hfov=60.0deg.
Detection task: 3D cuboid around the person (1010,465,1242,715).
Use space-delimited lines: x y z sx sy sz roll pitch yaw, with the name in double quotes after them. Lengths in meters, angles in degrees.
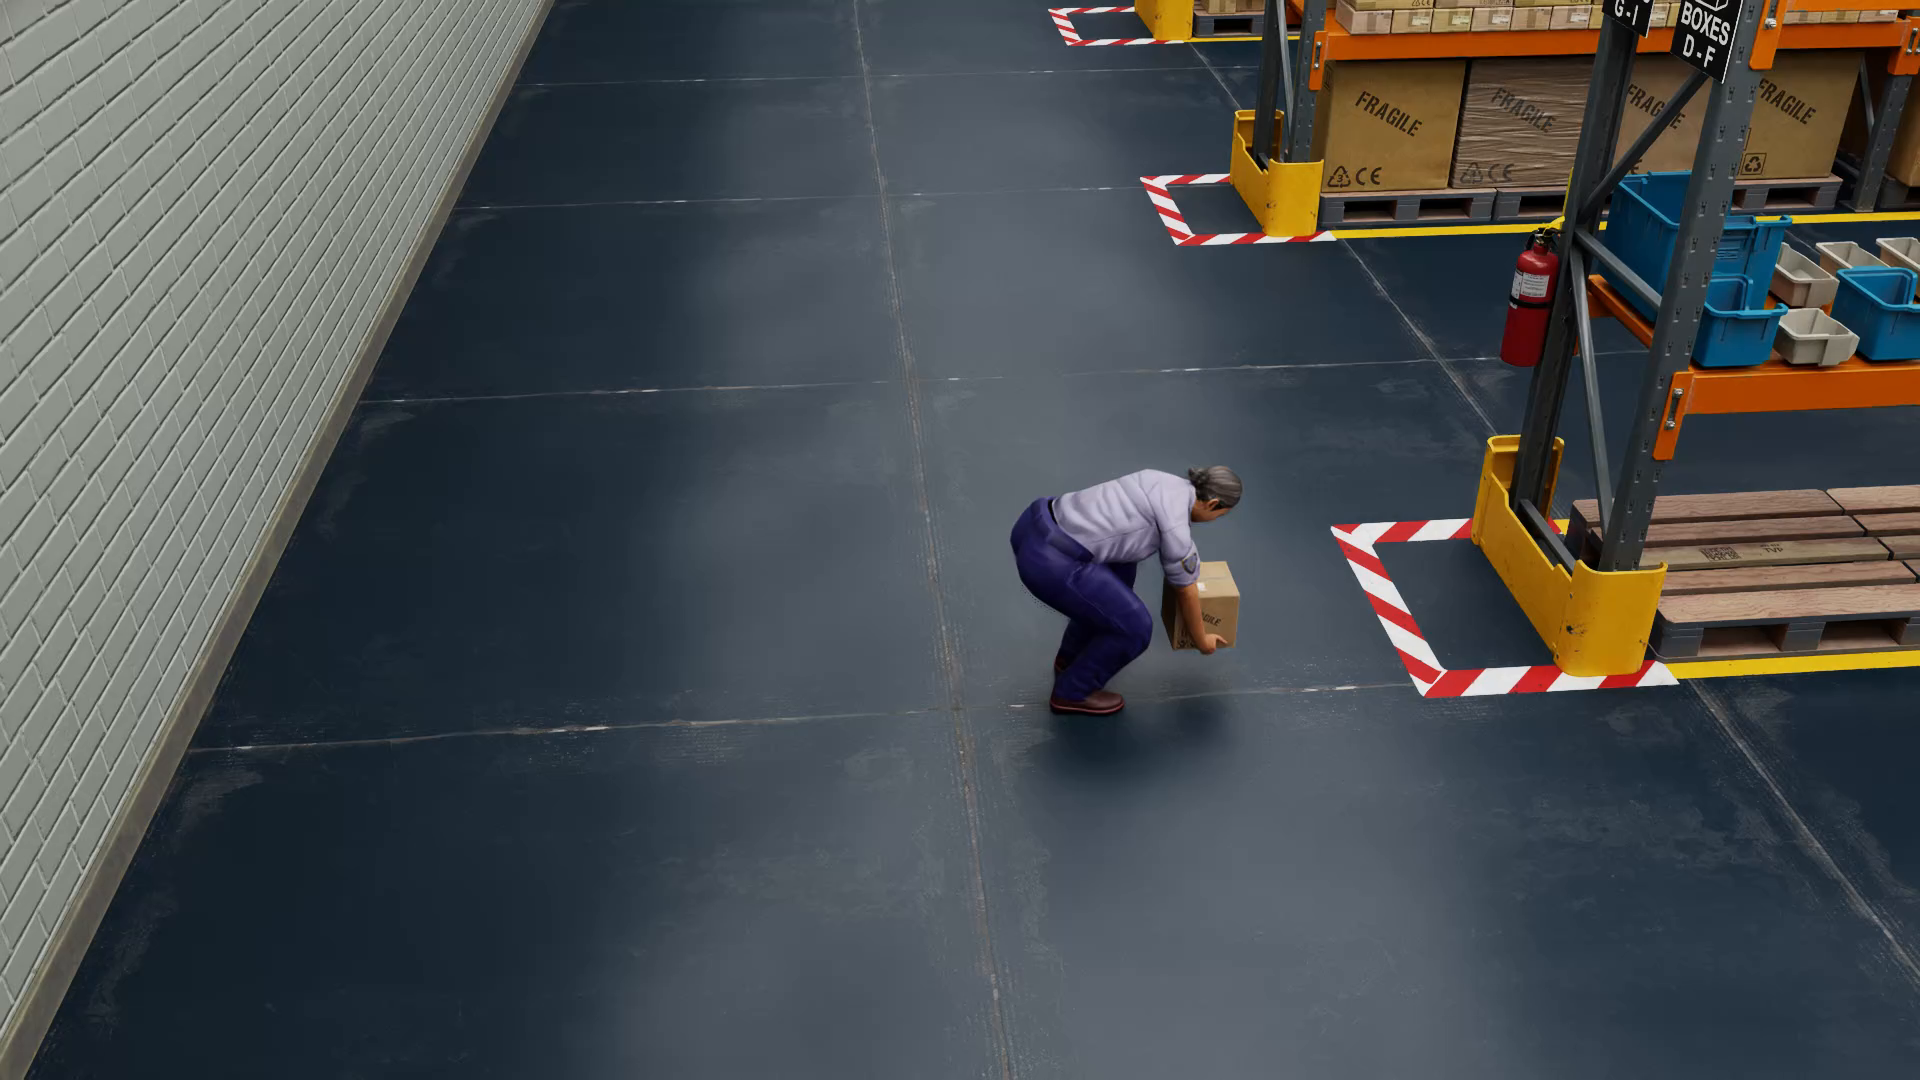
0.674 0.171 6.518 0.828 0.975 0.507 -4 32 -7 "person"
